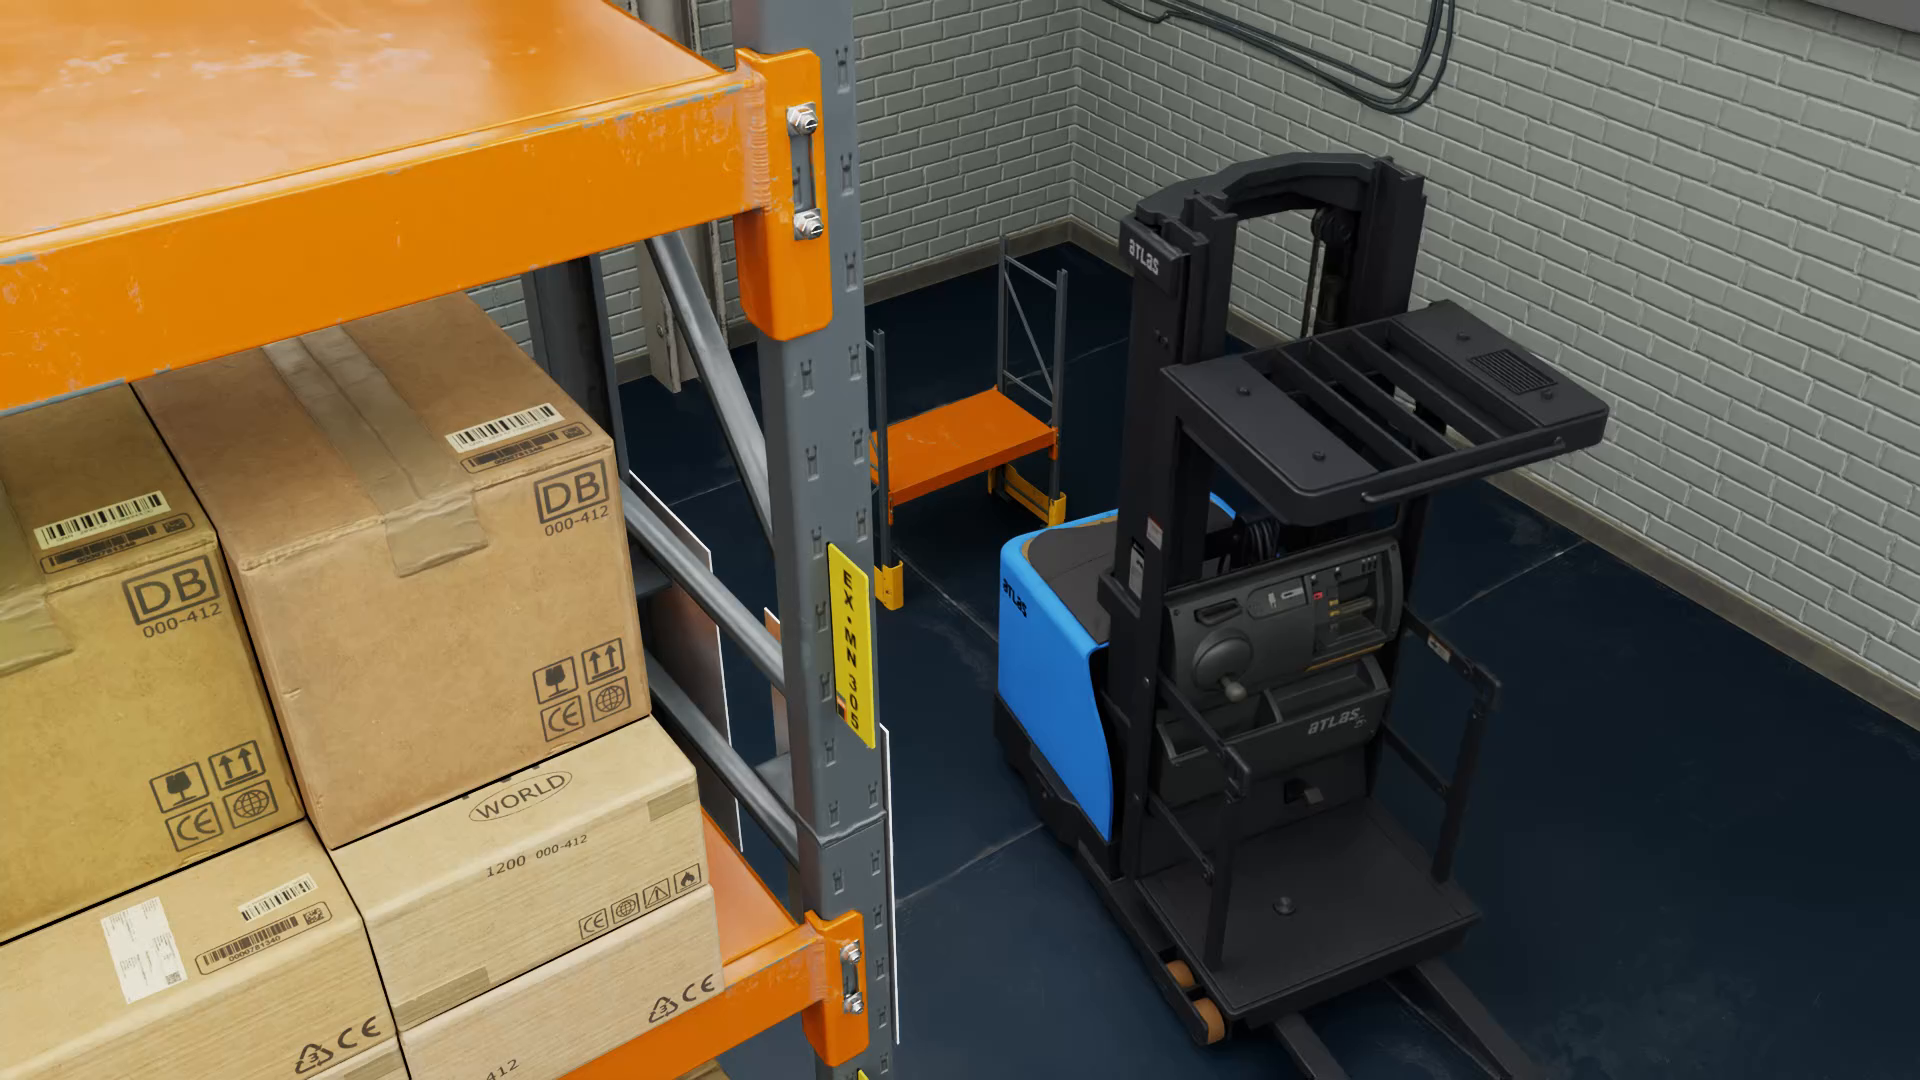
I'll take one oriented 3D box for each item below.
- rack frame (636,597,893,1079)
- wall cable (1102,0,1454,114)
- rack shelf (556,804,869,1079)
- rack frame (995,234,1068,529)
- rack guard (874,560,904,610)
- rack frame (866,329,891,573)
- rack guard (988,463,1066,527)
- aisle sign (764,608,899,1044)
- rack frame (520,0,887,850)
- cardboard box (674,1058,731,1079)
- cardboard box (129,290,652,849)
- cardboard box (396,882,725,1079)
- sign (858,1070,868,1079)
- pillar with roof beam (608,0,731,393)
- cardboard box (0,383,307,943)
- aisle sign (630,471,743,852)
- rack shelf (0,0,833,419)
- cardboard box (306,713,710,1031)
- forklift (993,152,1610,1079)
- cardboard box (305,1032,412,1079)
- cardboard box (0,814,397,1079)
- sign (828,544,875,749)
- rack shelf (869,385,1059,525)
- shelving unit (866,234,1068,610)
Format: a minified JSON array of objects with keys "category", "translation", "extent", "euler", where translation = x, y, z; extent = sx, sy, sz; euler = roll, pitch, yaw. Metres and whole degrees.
[{"category":"rack frame","translation":[-0.462,1.466,3.957],"extent":[0.127,3.000,1.000],"euler":[-22,41,-28]},{"category":"wall cable","translation":[1.510,-3.804,8.805],"extent":[0.112,2.526,3.097],"euler":[-22,41,-28]},{"category":"rack shelf","translation":[-2.097,1.213,2.356],"extent":[4.000,0.370,1.077],"euler":[-22,41,-28]},{"category":"rack frame","translation":[0.346,-0.751,8.323],"extent":[0.032,1.500,0.500],"euler":[-22,41,-28]},{"category":"rack guard","translation":[-0.469,0.092,8.222],"extent":[0.087,0.250,0.587],"euler":[-22,41,-28]},{"category":"rack frame","translation":[-0.485,-0.409,7.848],"extent":[0.032,1.500,0.500],"euler":[-22,41,-28]},{"category":"rack guard","translation":[0.345,-0.243,8.688],"extent":[0.087,0.250,0.587],"euler":[-22,41,-28]},{"category":"aisle sign","translation":[-0.230,0.533,3.026],"extent":[0.004,0.787,0.394],"euler":[-22,41,-28]},{"category":"rack frame","translation":[-0.462,-0.970,2.205],"extent":[0.127,3.000,1.000],"euler":[-22,41,-28]},{"category":"cardboard box","translation":[-0.667,1.300,3.245],"extent":[0.500,0.500,0.500],"euler":[-23,42,-28]},{"category":"cardboard box","translation":[-0.872,-0.018,2.509],"extent":[0.500,0.500,0.700],"euler":[-22,41,-28]},{"category":"cardboard box","translation":[-0.730,0.607,2.709],"extent":[0.500,0.250,0.500],"euler":[-22,41,-28]},{"category":"sign","translation":[-0.159,1.139,3.149],"extent":[0.005,0.325,0.100],"euler":[-22,41,-28]},{"category":"pillar with roof beam","translation":[0.870,-2.599,4.470],"extent":[0.400,9.000,9.100],"euler":[-22,41,-28]},{"category":"cardboard box","translation":[-1.330,0.110,2.331],"extent":[0.500,0.500,0.700],"euler":[-22,41,-28]},{"category":"aisle sign","translation":[-0.575,0.247,3.424],"extent":[0.004,0.787,0.394],"euler":[-22,41,-28]},{"category":"rack shelf","translation":[-2.097,-0.004,1.481],"extent":[4.000,0.370,1.077],"euler":[-22,41,-28]},{"category":"cardboard box","translation":[-0.735,0.400,2.569],"extent":[0.500,0.250,0.500],"euler":[-22,41,-28]},{"category":"forklift","translation":[1.222,0.344,5.575],"extent":[1.130,2.935,3.031],"euler":[-15,38,-20]},{"category":"cardboard box","translation":[-1.145,0.770,2.483],"extent":[0.500,0.250,0.500],"euler":[-22,41,-28]},{"category":"cardboard box","translation":[-1.143,0.569,2.335],"extent":[0.500,0.250,0.500],"euler":[-22,41,-28]},{"category":"sign","translation":[-0.159,0.160,2.445],"extent":[0.005,0.325,0.100],"euler":[-22,41,-28]},{"category":"rack shelf","translation":[-0.070,-0.434,8.191],"extent":[1.000,0.185,0.538],"euler":[-22,41,-28]},{"category":"shelving unit","translation":[-0.062,-0.583,8.090],"extent":[1.083,1.500,0.587],"euler":[-22,41,-28]}]
